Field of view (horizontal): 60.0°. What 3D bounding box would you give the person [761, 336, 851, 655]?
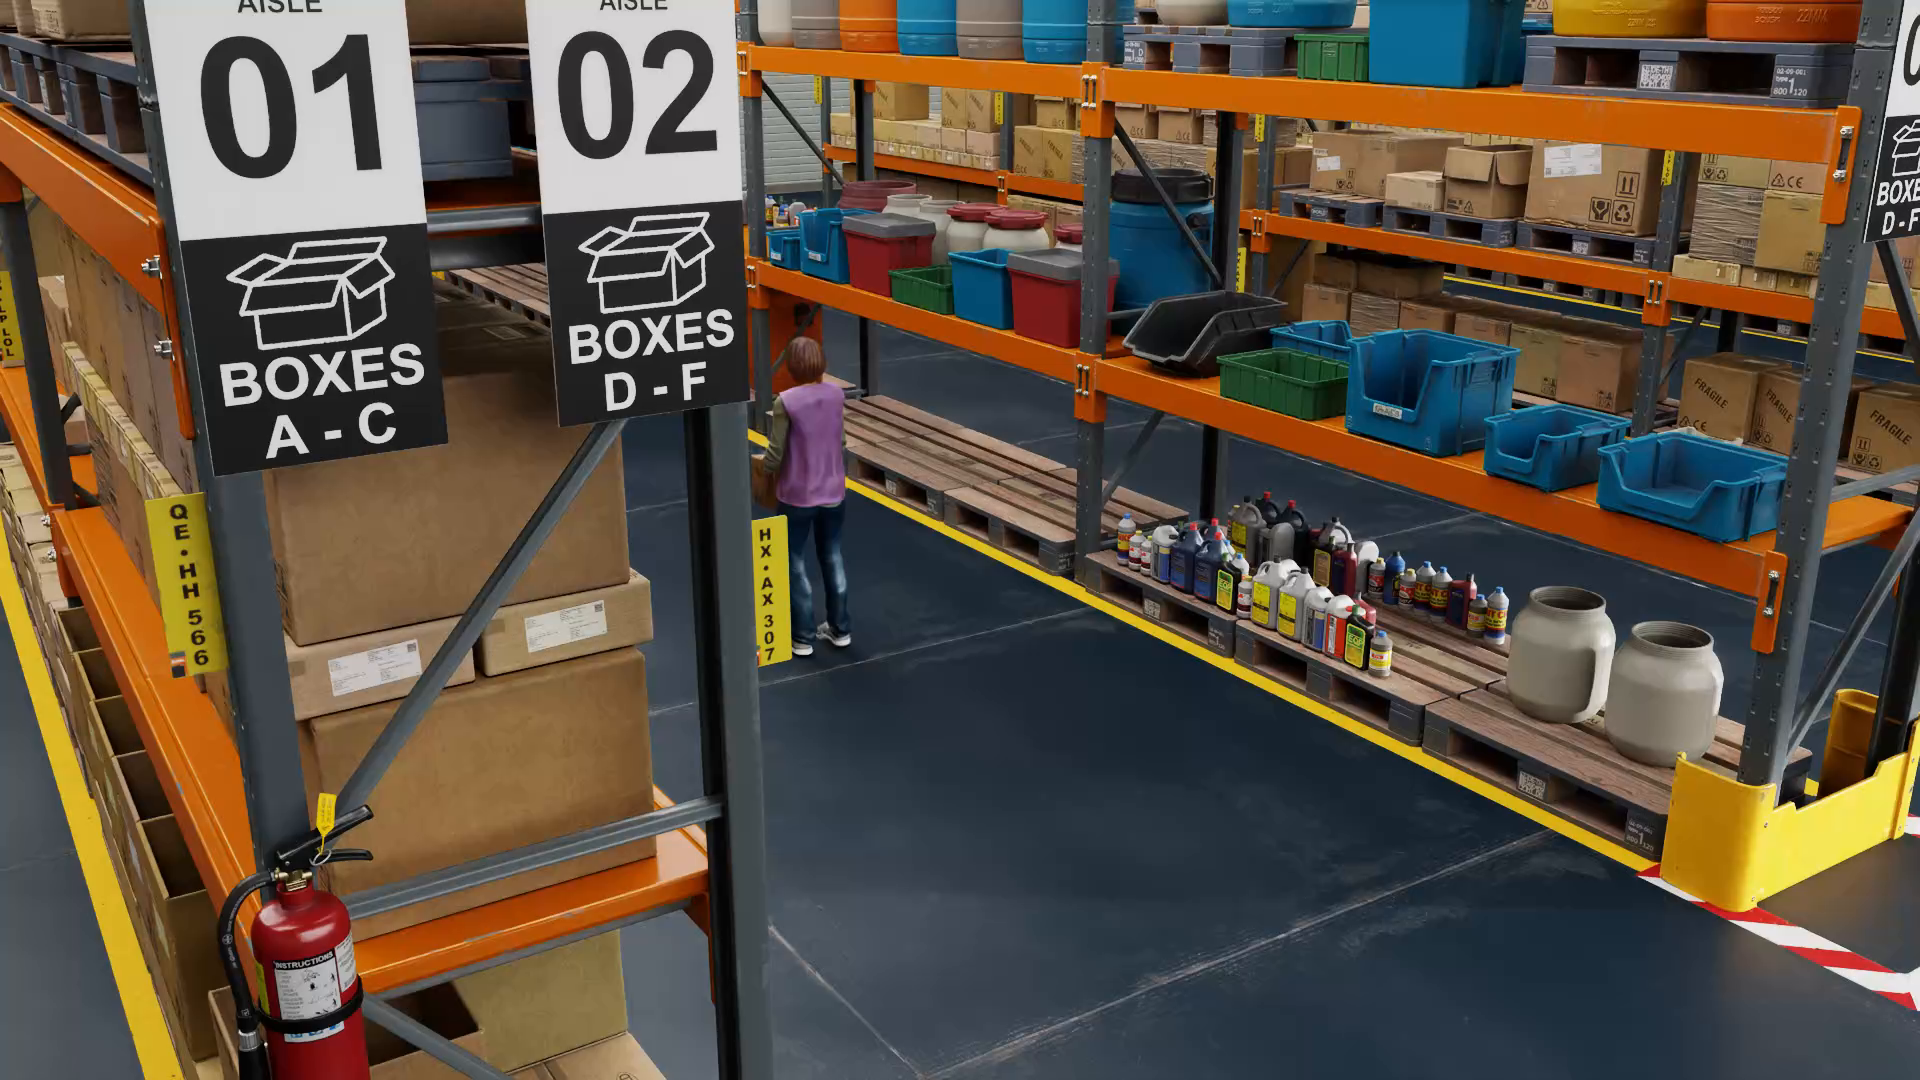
[{"bbox_3d":[-0.768,-0.226,8.238,0.444,1.603,0.424,-12,22,-32],"label":"person"}]
